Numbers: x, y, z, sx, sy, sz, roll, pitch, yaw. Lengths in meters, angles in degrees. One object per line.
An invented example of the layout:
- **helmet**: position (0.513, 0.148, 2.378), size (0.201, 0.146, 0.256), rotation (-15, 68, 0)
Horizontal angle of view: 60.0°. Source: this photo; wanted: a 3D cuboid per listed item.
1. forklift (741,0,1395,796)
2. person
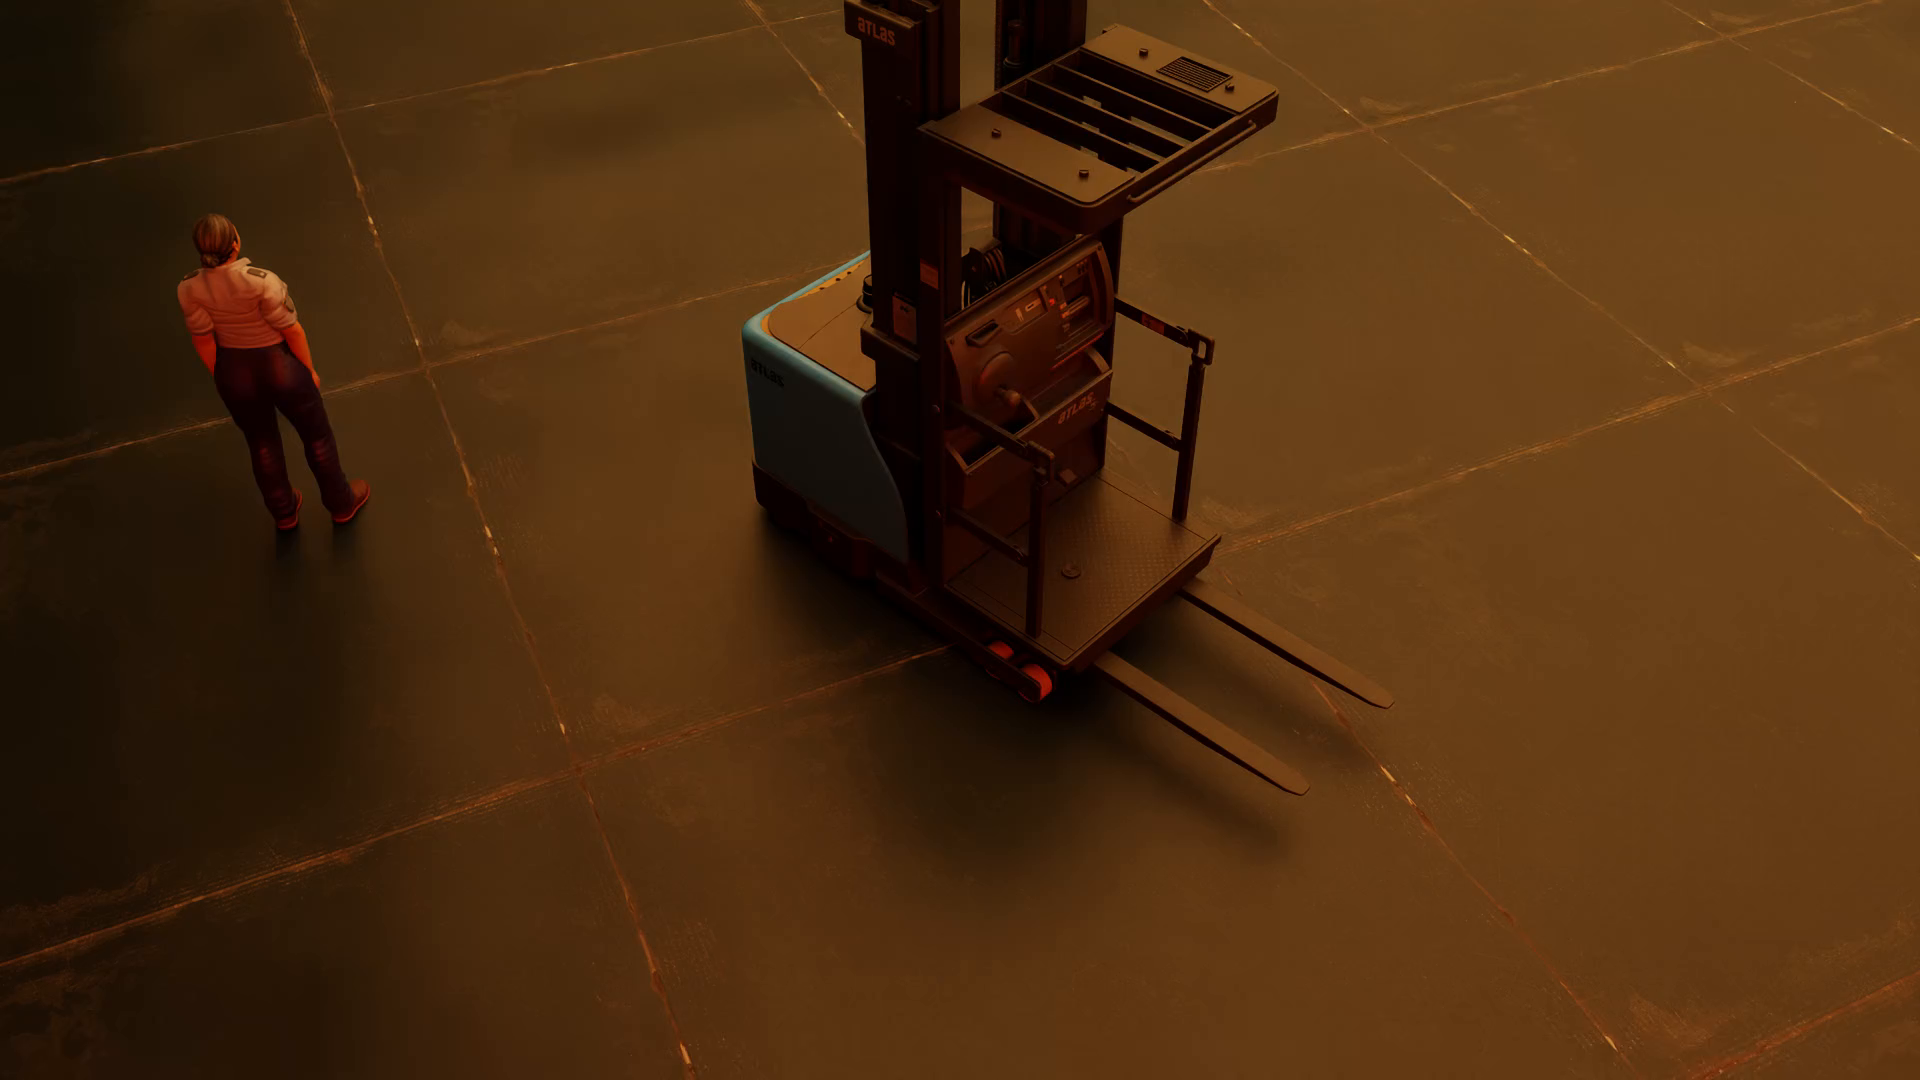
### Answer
- **forklift**: position (0.445, -0.788, 6.525), size (3.031, 2.935, 1.130), rotation (32, 52, 30)
- **person**: position (-3.087, -0.740, 7.418), size (0.480, 1.653, 0.352), rotation (-4, 43, -4)
